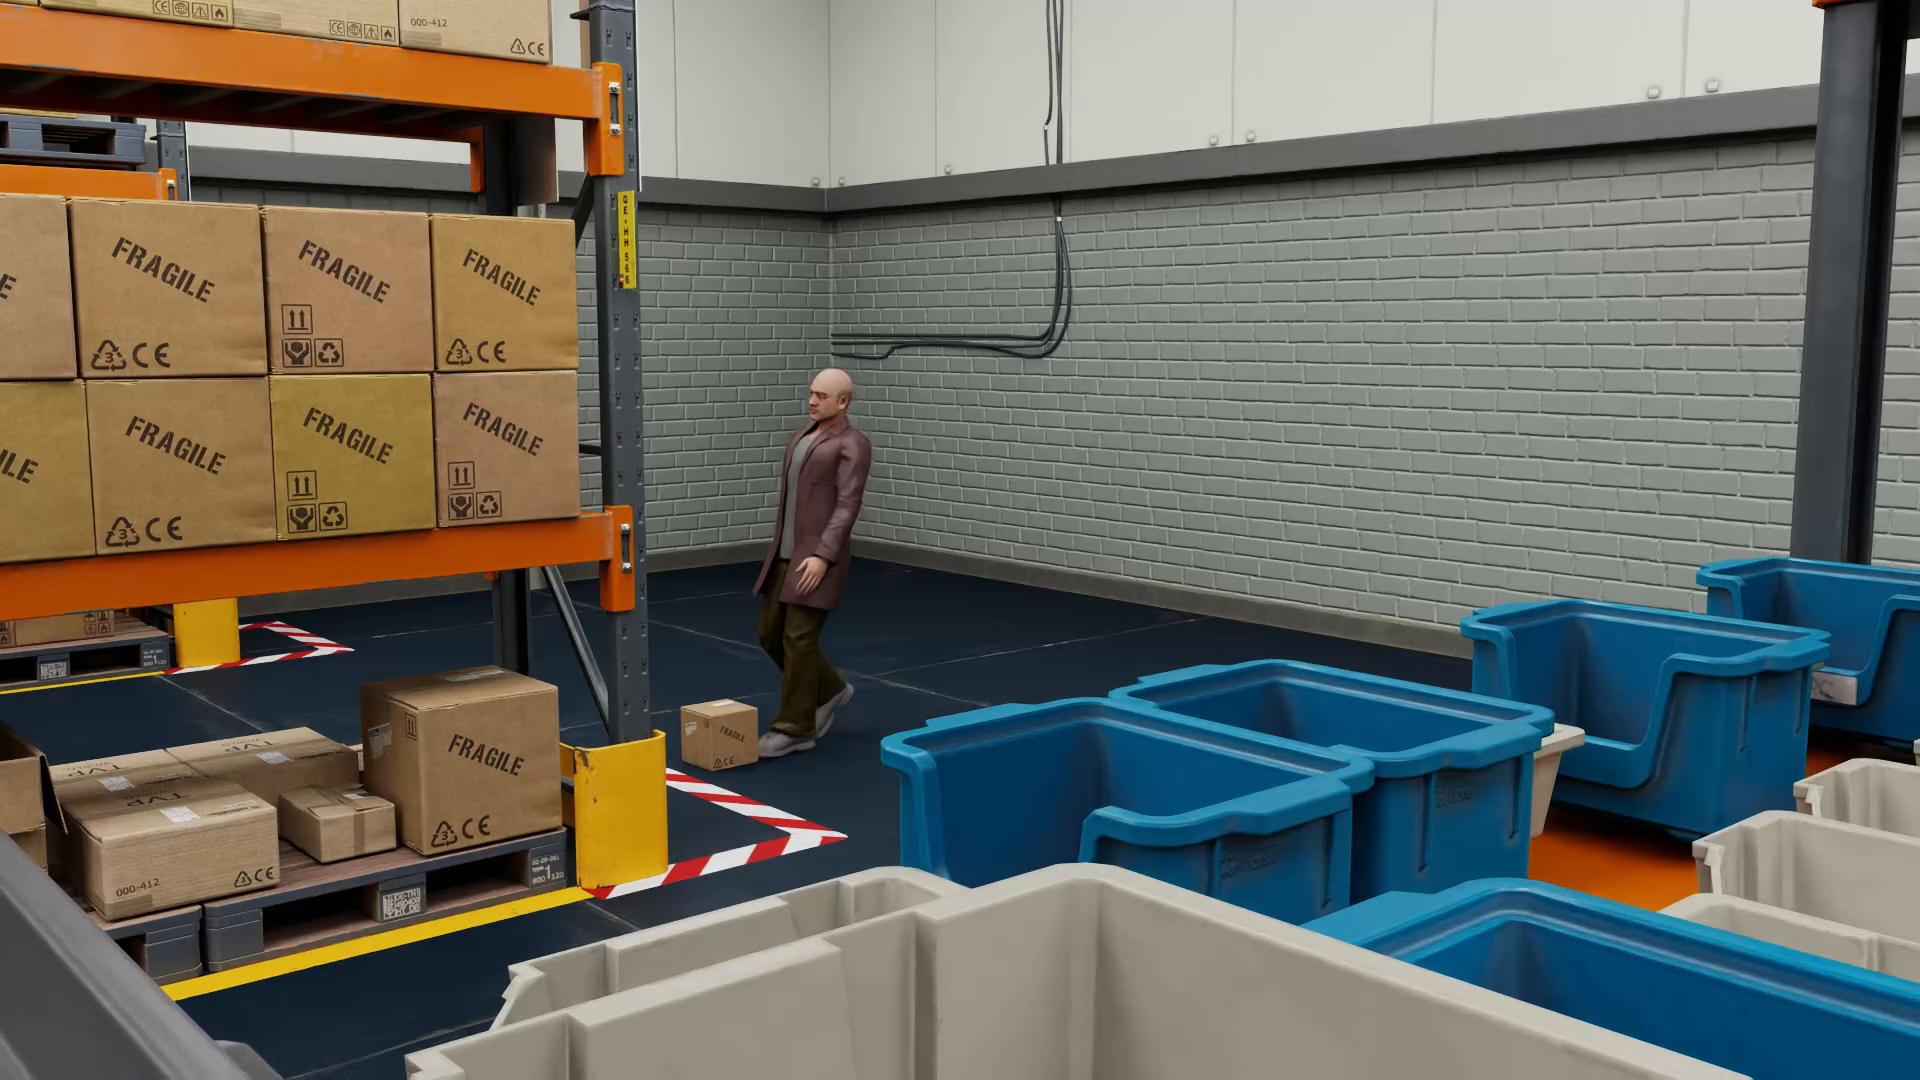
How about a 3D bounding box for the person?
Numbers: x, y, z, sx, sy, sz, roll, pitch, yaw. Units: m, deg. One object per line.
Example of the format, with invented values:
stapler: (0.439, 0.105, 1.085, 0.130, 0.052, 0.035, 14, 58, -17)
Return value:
person: (-0.737, 0.111, 7.702, 0.708, 1.793, 0.606, -6, 9, -40)
